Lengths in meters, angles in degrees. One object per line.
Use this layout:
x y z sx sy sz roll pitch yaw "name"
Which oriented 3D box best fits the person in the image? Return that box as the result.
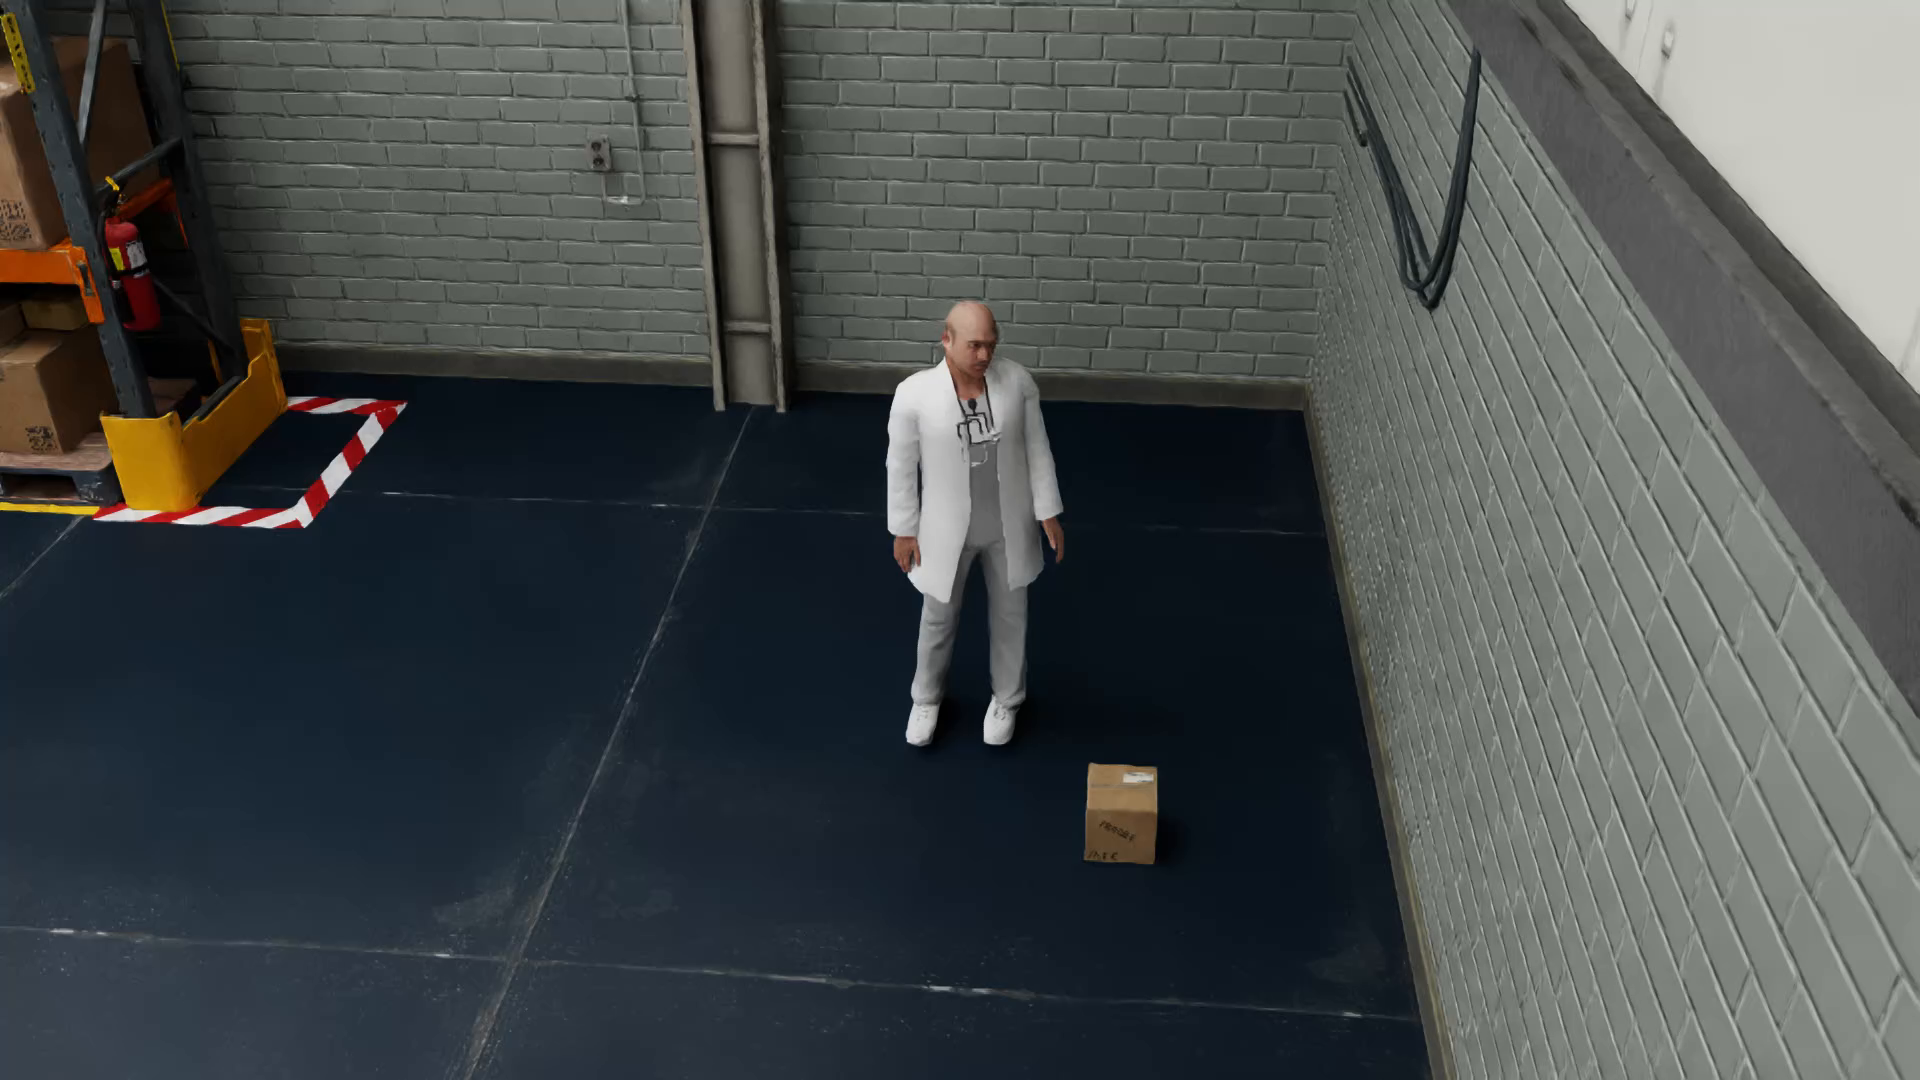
0.060 -0.037 6.164 0.647 1.785 0.432 -7 32 -11 "person"
